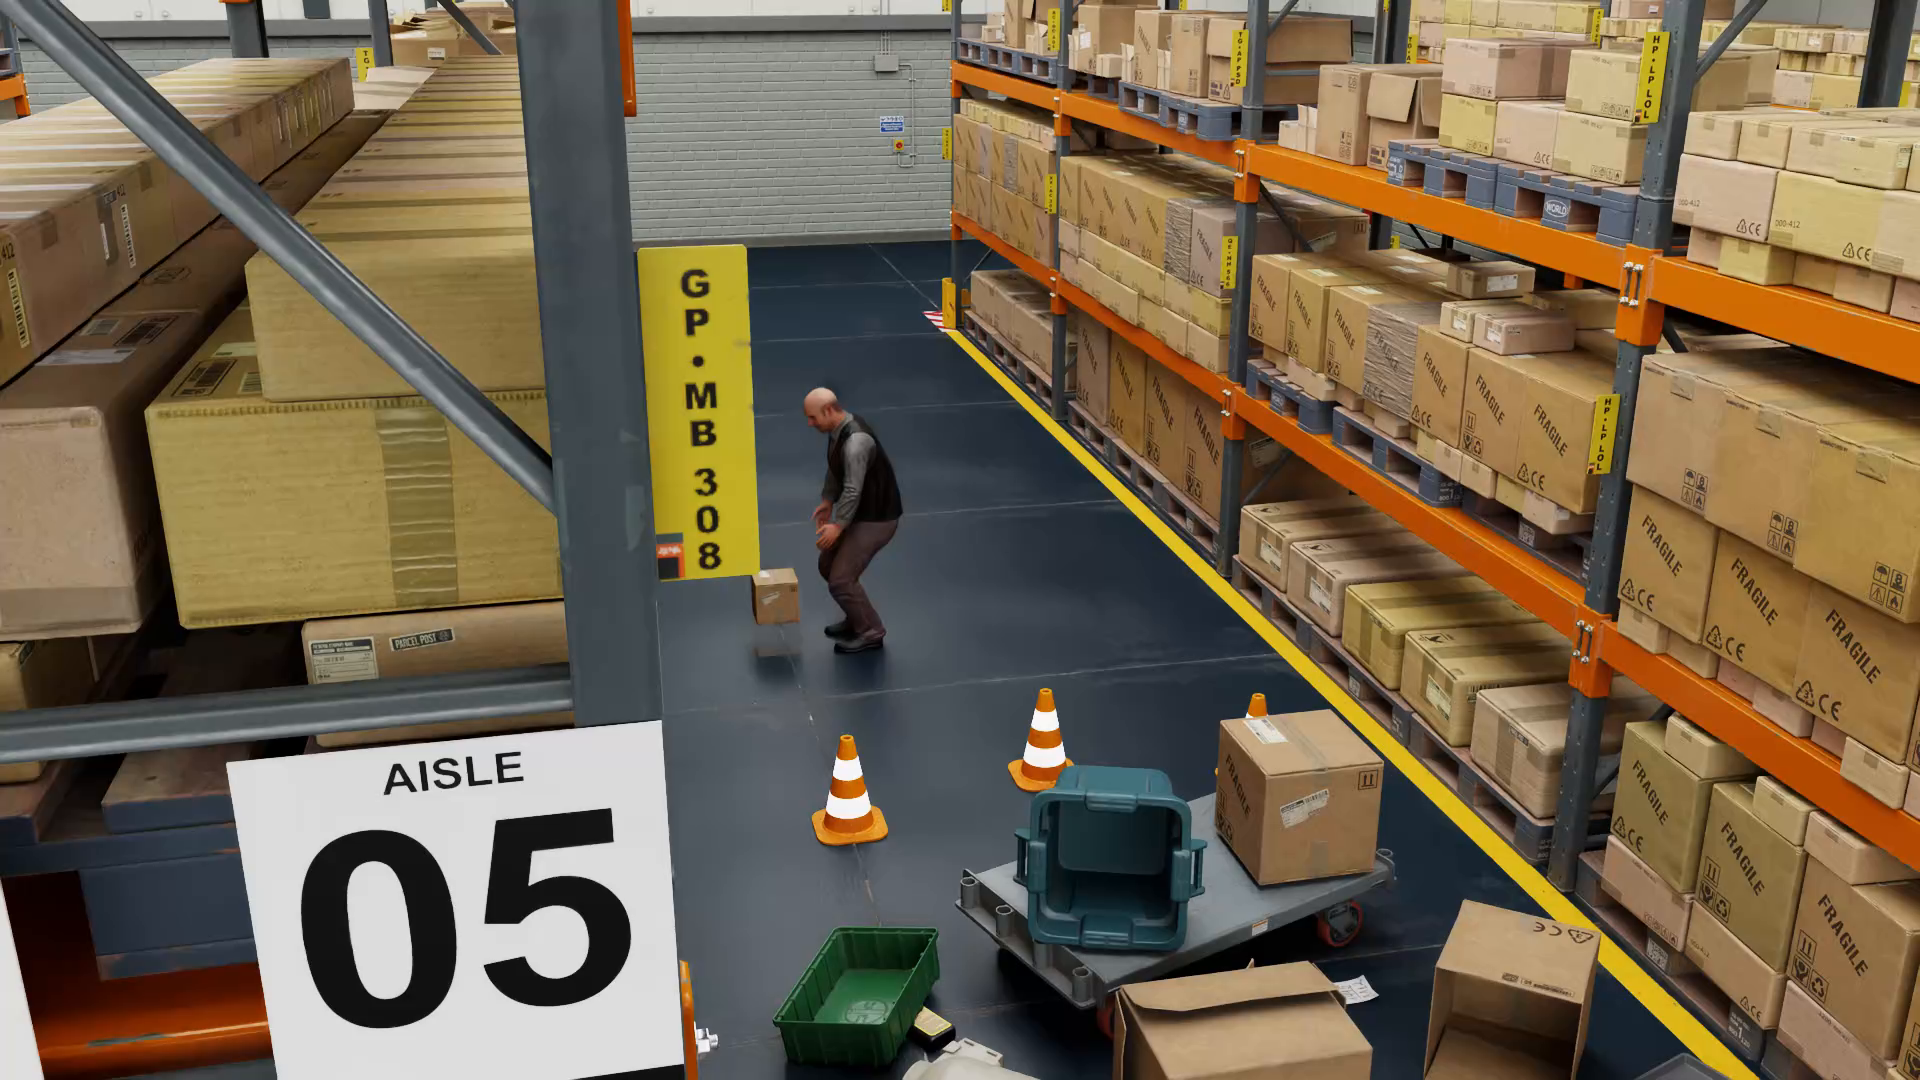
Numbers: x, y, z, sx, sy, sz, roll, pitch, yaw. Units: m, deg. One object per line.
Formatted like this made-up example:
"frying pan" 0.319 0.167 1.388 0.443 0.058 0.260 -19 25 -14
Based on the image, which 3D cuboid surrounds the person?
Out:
"person" -0.615 -0.126 9.691 0.555 1.581 0.581 -4 20 -12
